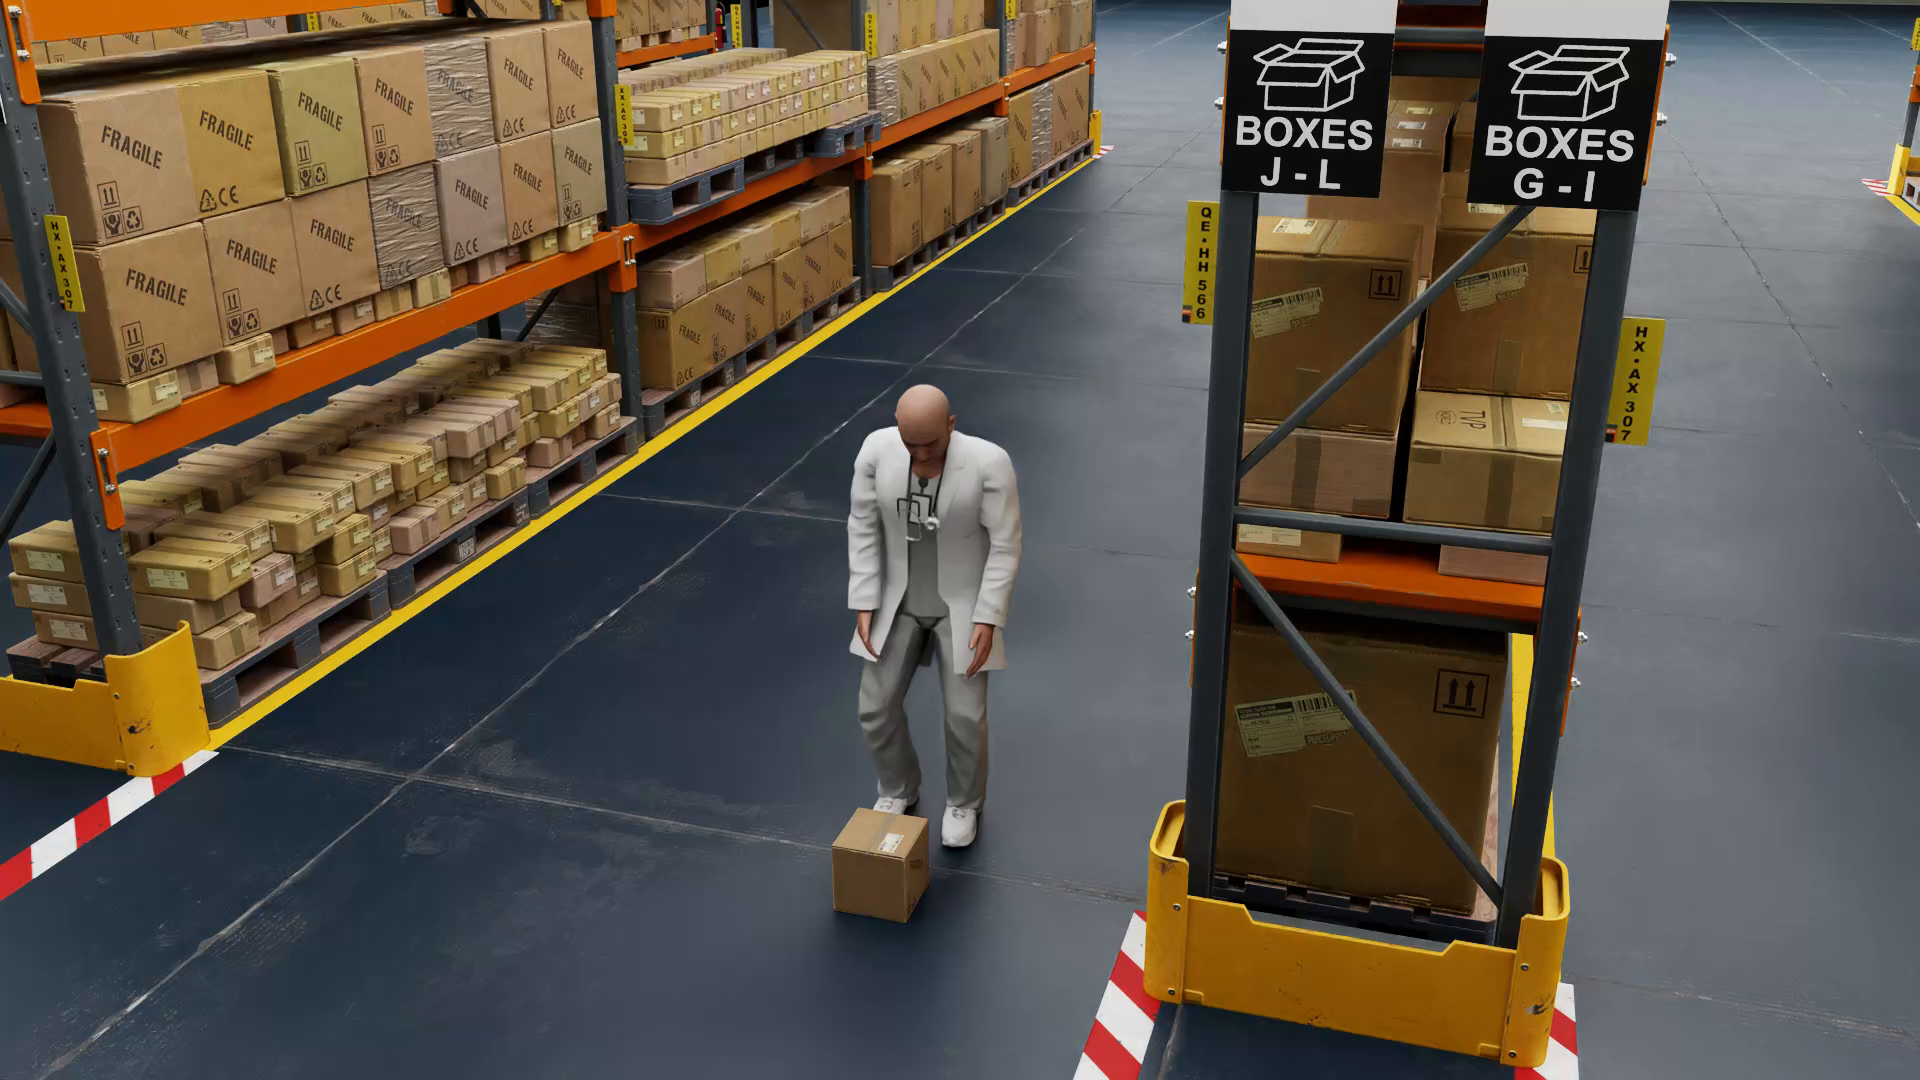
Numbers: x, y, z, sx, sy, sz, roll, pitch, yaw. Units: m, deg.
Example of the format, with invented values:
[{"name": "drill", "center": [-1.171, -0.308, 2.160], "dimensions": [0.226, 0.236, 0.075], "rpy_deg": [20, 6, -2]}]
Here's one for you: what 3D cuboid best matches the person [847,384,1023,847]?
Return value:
[{"name": "person", "center": [-0.084, 0.240, 5.662], "dimensions": [0.607, 1.672, 0.503], "rpy_deg": [6, 23, 16]}]
